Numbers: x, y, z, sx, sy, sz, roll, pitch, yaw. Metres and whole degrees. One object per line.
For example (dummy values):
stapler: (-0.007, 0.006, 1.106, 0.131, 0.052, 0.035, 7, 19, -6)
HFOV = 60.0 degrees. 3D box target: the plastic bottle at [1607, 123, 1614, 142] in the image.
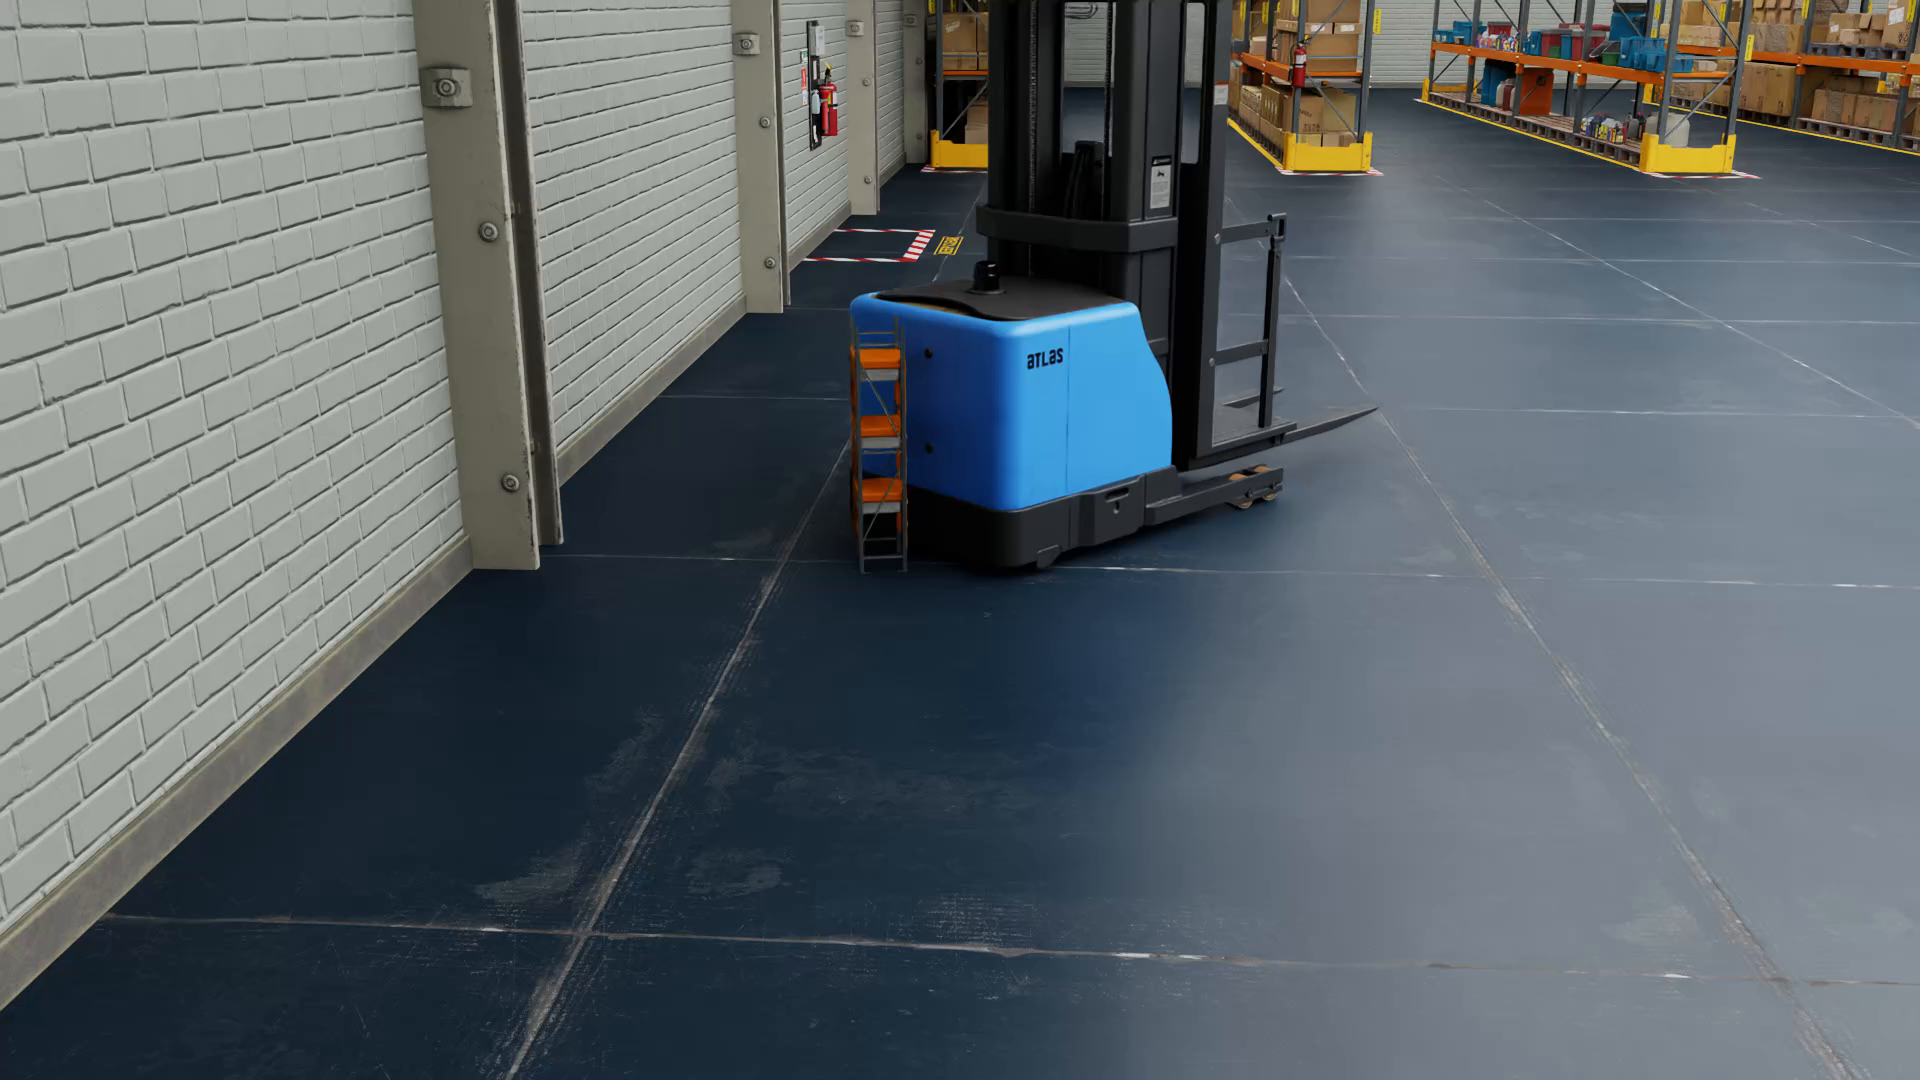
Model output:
plastic bottle: (9.801, -6.112, 24.927, 0.152, 0.276, 0.135, 1, 18, 2)

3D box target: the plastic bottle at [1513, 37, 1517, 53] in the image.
plastic bottle: (10.245, -9.133, 30.664, 0.061, 0.283, 0.133, 1, 18, 4)

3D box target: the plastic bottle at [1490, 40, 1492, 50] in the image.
plastic bottle: (10.396, -9.671, 32.439, 0.097, 0.201, 0.097, 0, 18, 0)

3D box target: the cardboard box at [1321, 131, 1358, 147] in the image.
cardboard box: (5.371, -5.663, 23.629, 0.500, 0.250, 0.500, 1, 18, 4)

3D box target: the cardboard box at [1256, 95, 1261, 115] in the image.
cardboard box: (5.141, -7.142, 27.243, 0.500, 0.311, 0.500, 1, 18, 4)

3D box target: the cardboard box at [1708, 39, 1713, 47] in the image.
cardboard box: (15.565, -10.176, 34.064, 0.380, 0.149, 0.250, 2, 18, 5)

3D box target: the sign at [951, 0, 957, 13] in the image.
sign: (-0.097, -8.521, 26.752, 0.100, 0.325, 0.005, 1, 18, 4)

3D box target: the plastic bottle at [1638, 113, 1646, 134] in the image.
plastic bottle: (10.566, -6.423, 25.755, 0.144, 0.351, 0.185, 0, 18, 1)

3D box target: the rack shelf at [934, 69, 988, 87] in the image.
rack shelf: (0.313, -6.997, 25.115, 1.077, 0.370, 4.000, 1, 18, 4)

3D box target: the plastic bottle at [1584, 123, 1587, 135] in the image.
plastic bottle: (9.863, -6.466, 26.126, 0.097, 0.201, 0.097, 0, 18, 0)

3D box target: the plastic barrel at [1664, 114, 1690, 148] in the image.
plastic barrel: (10.022, -5.720, 23.383, 0.421, 0.512, 0.421, 0, 18, 0)

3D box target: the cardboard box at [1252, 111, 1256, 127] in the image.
cardboard box: (5.176, -7.036, 27.819, 0.500, 0.250, 0.500, 1, 18, 3)

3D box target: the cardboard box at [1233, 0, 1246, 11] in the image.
cardboard box: (5.749, -11.021, 34.473, 0.500, 0.500, 0.500, 1, 18, 4)

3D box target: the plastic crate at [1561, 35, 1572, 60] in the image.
plastic crate: (10.107, -8.081, 27.293, 0.392, 0.384, 0.575, 1, 18, 4)

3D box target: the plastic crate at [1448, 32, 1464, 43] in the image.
plastic crate: (10.736, -10.843, 35.870, 0.416, 0.233, 0.300, 1, 18, 4)

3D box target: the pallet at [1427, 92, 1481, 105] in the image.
pallet: (11.100, -9.885, 37.253, 1.003, 0.211, 1.213, 1, 18, 4)

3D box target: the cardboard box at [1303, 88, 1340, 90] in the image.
cardboard box: (5.503, -6.641, 25.409, 0.500, 0.500, 0.500, 1, 18, 4)

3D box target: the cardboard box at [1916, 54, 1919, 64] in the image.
cardboard box: (14.932, -7.371, 25.506, 0.380, 0.149, 0.250, 1, 18, 4)

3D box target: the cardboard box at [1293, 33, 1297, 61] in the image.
cardboard box: (5.231, -7.118, 24.167, 0.700, 0.500, 0.500, 1, 18, 4)

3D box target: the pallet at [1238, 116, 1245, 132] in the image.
pallet: (5.586, -7.513, 30.012, 1.003, 0.211, 1.213, 1, 18, 4)

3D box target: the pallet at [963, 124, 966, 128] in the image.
pallet: (0.511, -6.877, 28.071, 1.003, 0.211, 1.213, 1, 18, 4)

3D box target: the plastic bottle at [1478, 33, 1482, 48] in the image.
plastic bottle: (10.450, -10.022, 33.379, 0.061, 0.283, 0.133, 1, 18, 4)

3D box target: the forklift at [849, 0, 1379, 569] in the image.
forklift: (0.916, -1.642, 7.728, 3.031, 2.935, 1.130, -17, 24, -41)

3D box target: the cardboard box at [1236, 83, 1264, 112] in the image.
cardboard box: (5.517, -8.410, 31.579, 0.500, 0.500, 0.500, 2, 18, 6)

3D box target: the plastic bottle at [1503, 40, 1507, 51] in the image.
plastic bottle: (10.320, -9.341, 31.431, 0.097, 0.201, 0.097, 0, 18, 0)

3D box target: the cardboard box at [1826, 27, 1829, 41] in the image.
cardboard box: (15.871, -9.063, 30.104, 0.500, 0.500, 0.500, 2, 18, 6)

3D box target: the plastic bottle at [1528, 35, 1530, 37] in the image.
plastic bottle: (11.134, -9.723, 32.478, 0.152, 0.276, 0.135, 1, 18, 4)

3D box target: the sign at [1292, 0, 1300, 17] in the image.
sign: (4.571, -7.287, 22.606, 0.100, 0.325, 0.005, 1, 18, 4)

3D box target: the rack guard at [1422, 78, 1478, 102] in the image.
rack guard: (11.187, -10.286, 38.010, 1.175, 0.500, 0.348, 1, 18, 4)

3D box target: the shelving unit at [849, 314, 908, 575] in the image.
shelving unit: (-0.340, -0.396, 6.946, 0.215, 1.050, 0.252, -3, 18, -8)

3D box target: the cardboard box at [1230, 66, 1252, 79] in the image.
cardboard box: (5.622, -9.257, 32.961, 0.500, 0.250, 0.500, 1, 18, 4)

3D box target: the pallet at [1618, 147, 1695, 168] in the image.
pallet: (10.073, -5.448, 23.711, 1.003, 0.211, 1.213, 1, 18, 4)

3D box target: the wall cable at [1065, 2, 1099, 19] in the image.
wall cable: (2.079, -14.811, 43.158, 3.097, 2.526, 0.112, 1, 18, 4)

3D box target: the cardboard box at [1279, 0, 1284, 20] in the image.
cardboard box: (5.372, -8.377, 25.926, 0.700, 0.500, 0.500, 1, 18, 4)

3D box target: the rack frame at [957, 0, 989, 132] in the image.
rack frame: (0.456, -7.960, 26.898, 1.000, 3.000, 0.127, 1, 18, 4)

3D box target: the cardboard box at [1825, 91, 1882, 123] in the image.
cardboard box: (15.510, -7.511, 28.835, 0.700, 0.500, 0.500, 0, 18, -1)

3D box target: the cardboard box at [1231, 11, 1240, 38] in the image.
cardboard box: (5.728, -10.225, 32.976, 0.700, 0.500, 0.500, 4, 19, 13)

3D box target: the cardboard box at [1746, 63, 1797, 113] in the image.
cardboard box: (15.707, -8.551, 31.440, 1.225, 0.875, 0.875, 1, 18, 4)

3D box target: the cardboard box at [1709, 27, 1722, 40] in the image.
cardboard box: (15.622, -10.326, 33.882, 0.500, 0.250, 0.500, 1, 18, 3)

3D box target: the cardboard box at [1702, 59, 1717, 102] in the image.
cardboard box: (15.979, -9.506, 34.354, 0.875, 0.875, 0.875, 1, 18, 4)

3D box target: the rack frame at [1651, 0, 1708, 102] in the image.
rack frame: (16.138, -11.355, 37.260, 1.000, 3.000, 0.127, 1, 18, 4)

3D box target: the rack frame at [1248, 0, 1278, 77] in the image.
rack frame: (5.971, -10.335, 34.147, 1.000, 3.000, 0.127, 1, 18, 4)

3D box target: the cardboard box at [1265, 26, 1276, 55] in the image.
cardboard box: (5.580, -8.619, 28.749, 0.500, 0.500, 0.500, 0, 18, 1)

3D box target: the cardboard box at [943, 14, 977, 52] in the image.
cardboard box: (-0.009, -7.163, 23.472, 0.500, 0.500, 0.500, 1, 18, 3)

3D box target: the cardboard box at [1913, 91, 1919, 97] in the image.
cardboard box: (20.618, -9.508, 35.527, 0.380, 0.149, 0.250, 0, 18, 1)

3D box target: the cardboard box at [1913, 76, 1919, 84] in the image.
cardboard box: (20.692, -9.857, 35.636, 0.380, 0.149, 0.250, 2, 18, 6)

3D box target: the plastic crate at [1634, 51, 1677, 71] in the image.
plastic crate: (9.841, -6.790, 23.565, 0.499, 0.251, 0.408, 1, 18, 4)

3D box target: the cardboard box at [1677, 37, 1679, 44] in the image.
cardboard box: (15.712, -10.814, 36.011, 0.380, 0.149, 0.250, 1, 18, 3)

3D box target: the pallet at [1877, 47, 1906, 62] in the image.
pallet: (15.478, -7.771, 26.630, 1.003, 0.211, 1.213, 1, 18, 4)

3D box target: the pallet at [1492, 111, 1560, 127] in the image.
pallet: (10.640, -7.902, 31.199, 1.003, 0.211, 1.213, 1, 18, 4)

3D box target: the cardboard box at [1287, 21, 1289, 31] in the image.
cardboard box: (5.078, -7.646, 24.738, 0.380, 0.149, 0.250, 1, 18, 3)
